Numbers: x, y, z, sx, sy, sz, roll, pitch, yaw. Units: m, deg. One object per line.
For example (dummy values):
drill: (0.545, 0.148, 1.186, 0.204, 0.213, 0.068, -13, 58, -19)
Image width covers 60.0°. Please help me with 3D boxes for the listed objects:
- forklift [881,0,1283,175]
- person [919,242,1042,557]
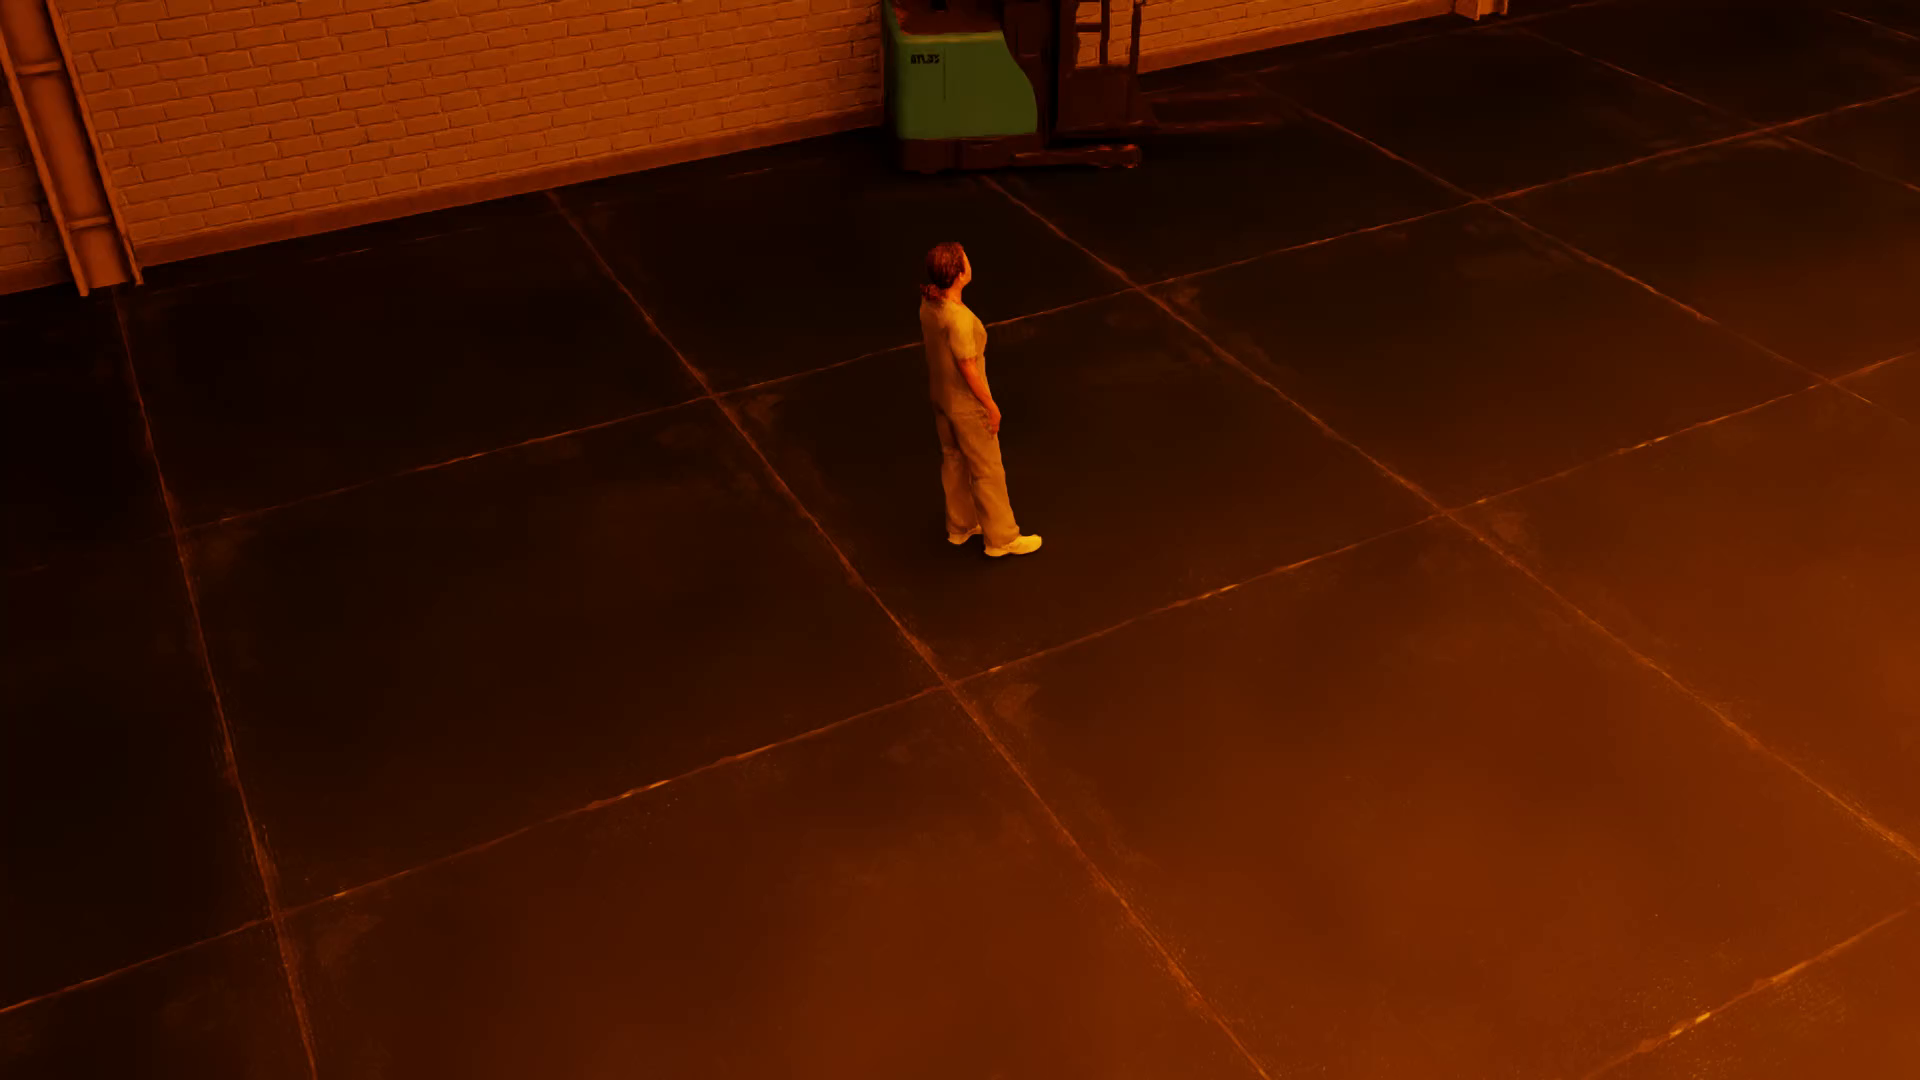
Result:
forklift: (0.949, -4.316, 12.229, 3.031, 2.935, 1.130, -5, 36, -7)
person: (0.071, -0.703, 8.193, 0.548, 1.674, 0.550, -17, 39, -23)
